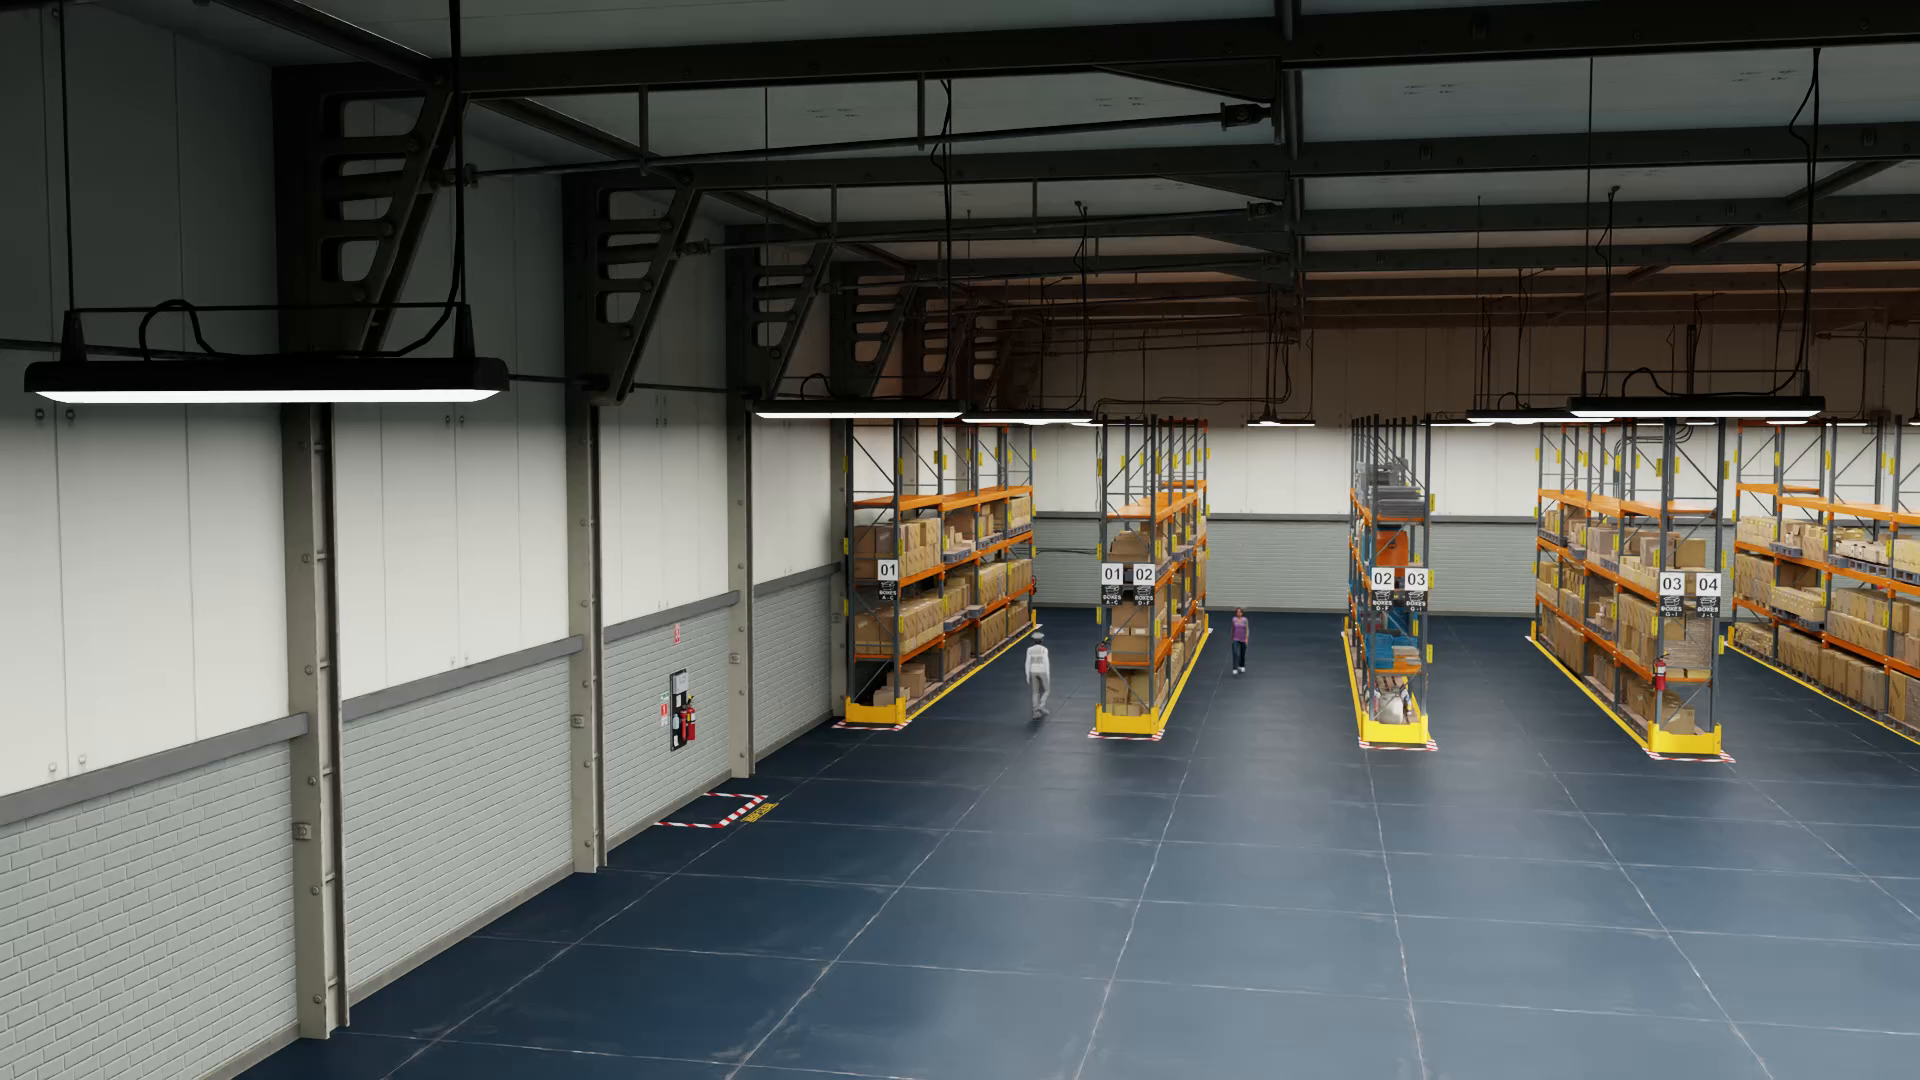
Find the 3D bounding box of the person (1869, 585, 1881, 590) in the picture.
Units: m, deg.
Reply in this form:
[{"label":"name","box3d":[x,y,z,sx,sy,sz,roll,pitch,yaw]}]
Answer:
[{"label":"person","box3d":[23.541,2.004,42.675,0.516,1.794,0.758,-3,5,-40]}]

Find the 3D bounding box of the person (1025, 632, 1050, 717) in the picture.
[{"label":"person","box3d":[1.548,2.679,33.046,0.519,1.673,0.413,1,4,20]}]

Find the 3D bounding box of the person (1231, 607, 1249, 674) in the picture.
[{"label":"person","box3d":[6.531,2.345,38.787,0.434,1.547,0.946,1,4,12]}]
